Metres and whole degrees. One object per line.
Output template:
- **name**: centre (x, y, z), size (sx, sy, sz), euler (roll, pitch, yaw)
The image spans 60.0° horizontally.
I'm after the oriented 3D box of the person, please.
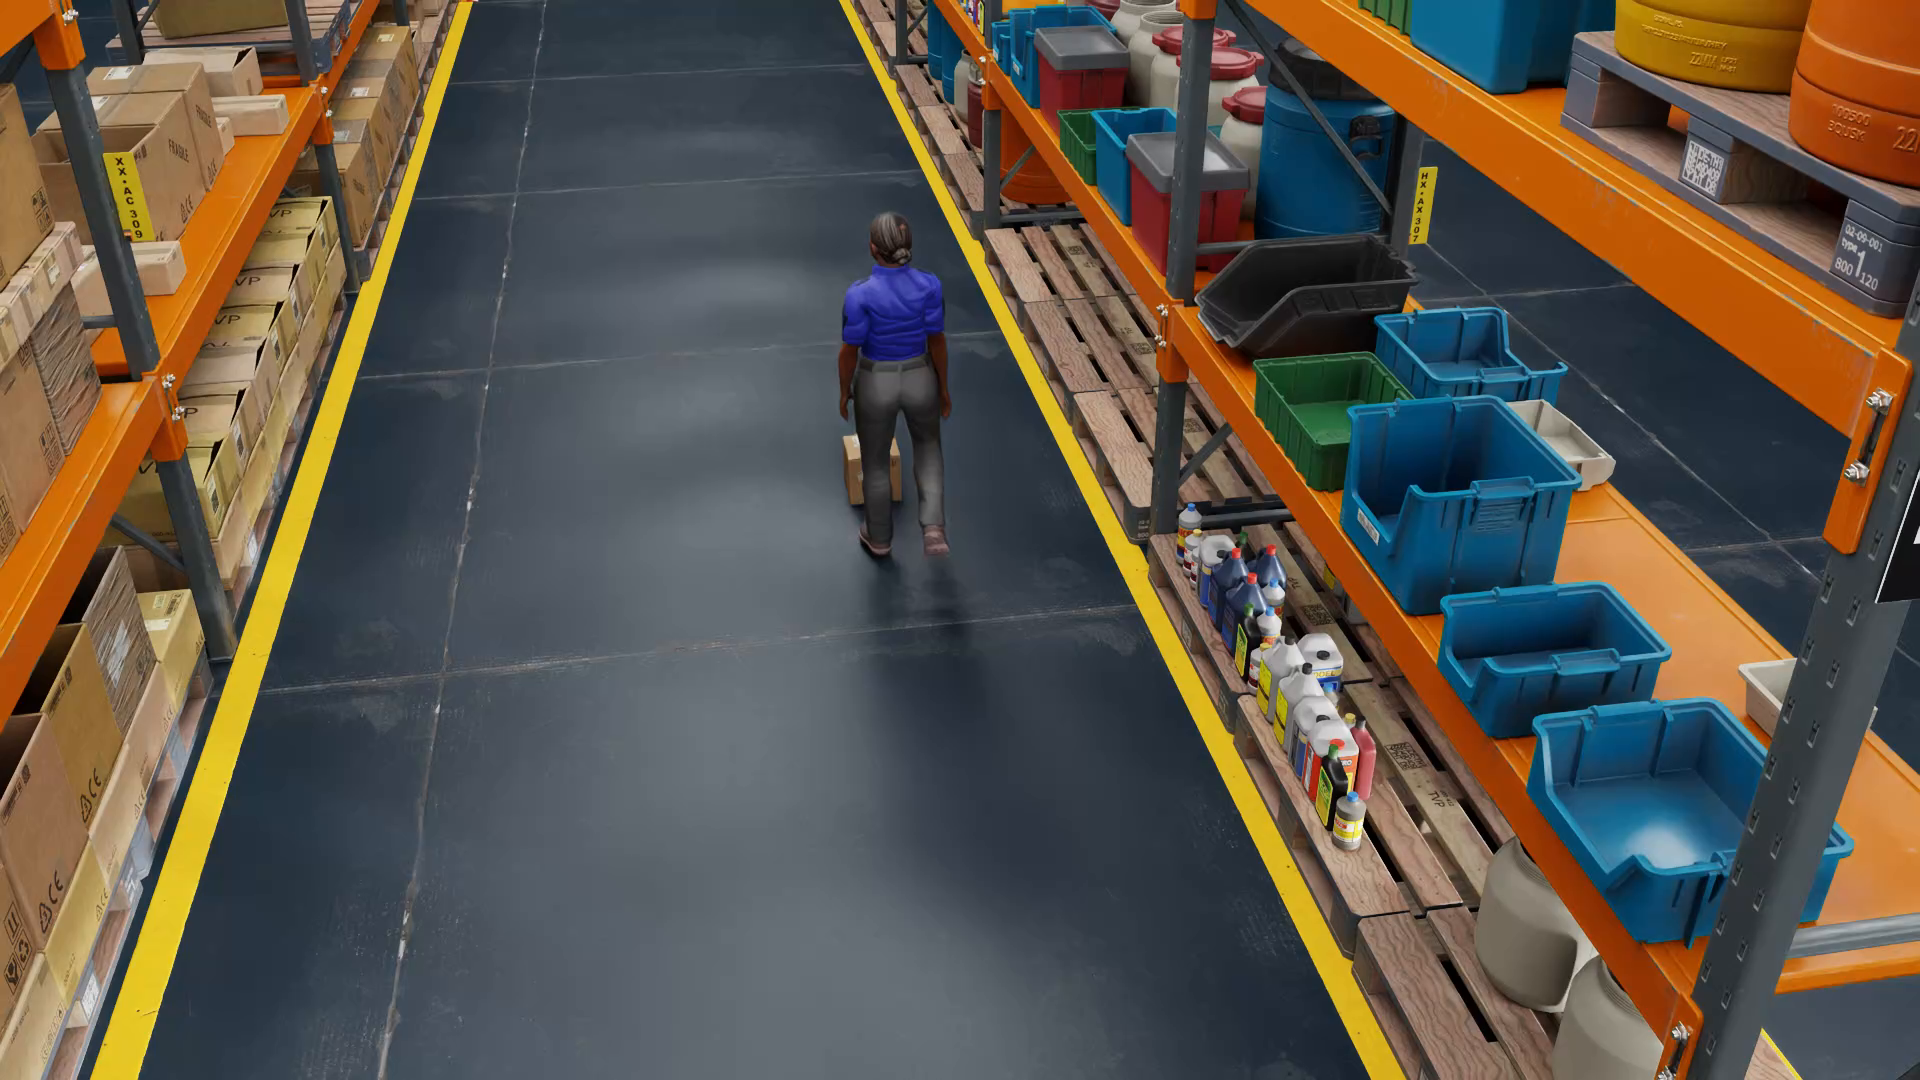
- **person**: centre (-0.288, -0.649, 7.177), size (0.491, 1.656, 0.537), euler (-8, 32, -13)
